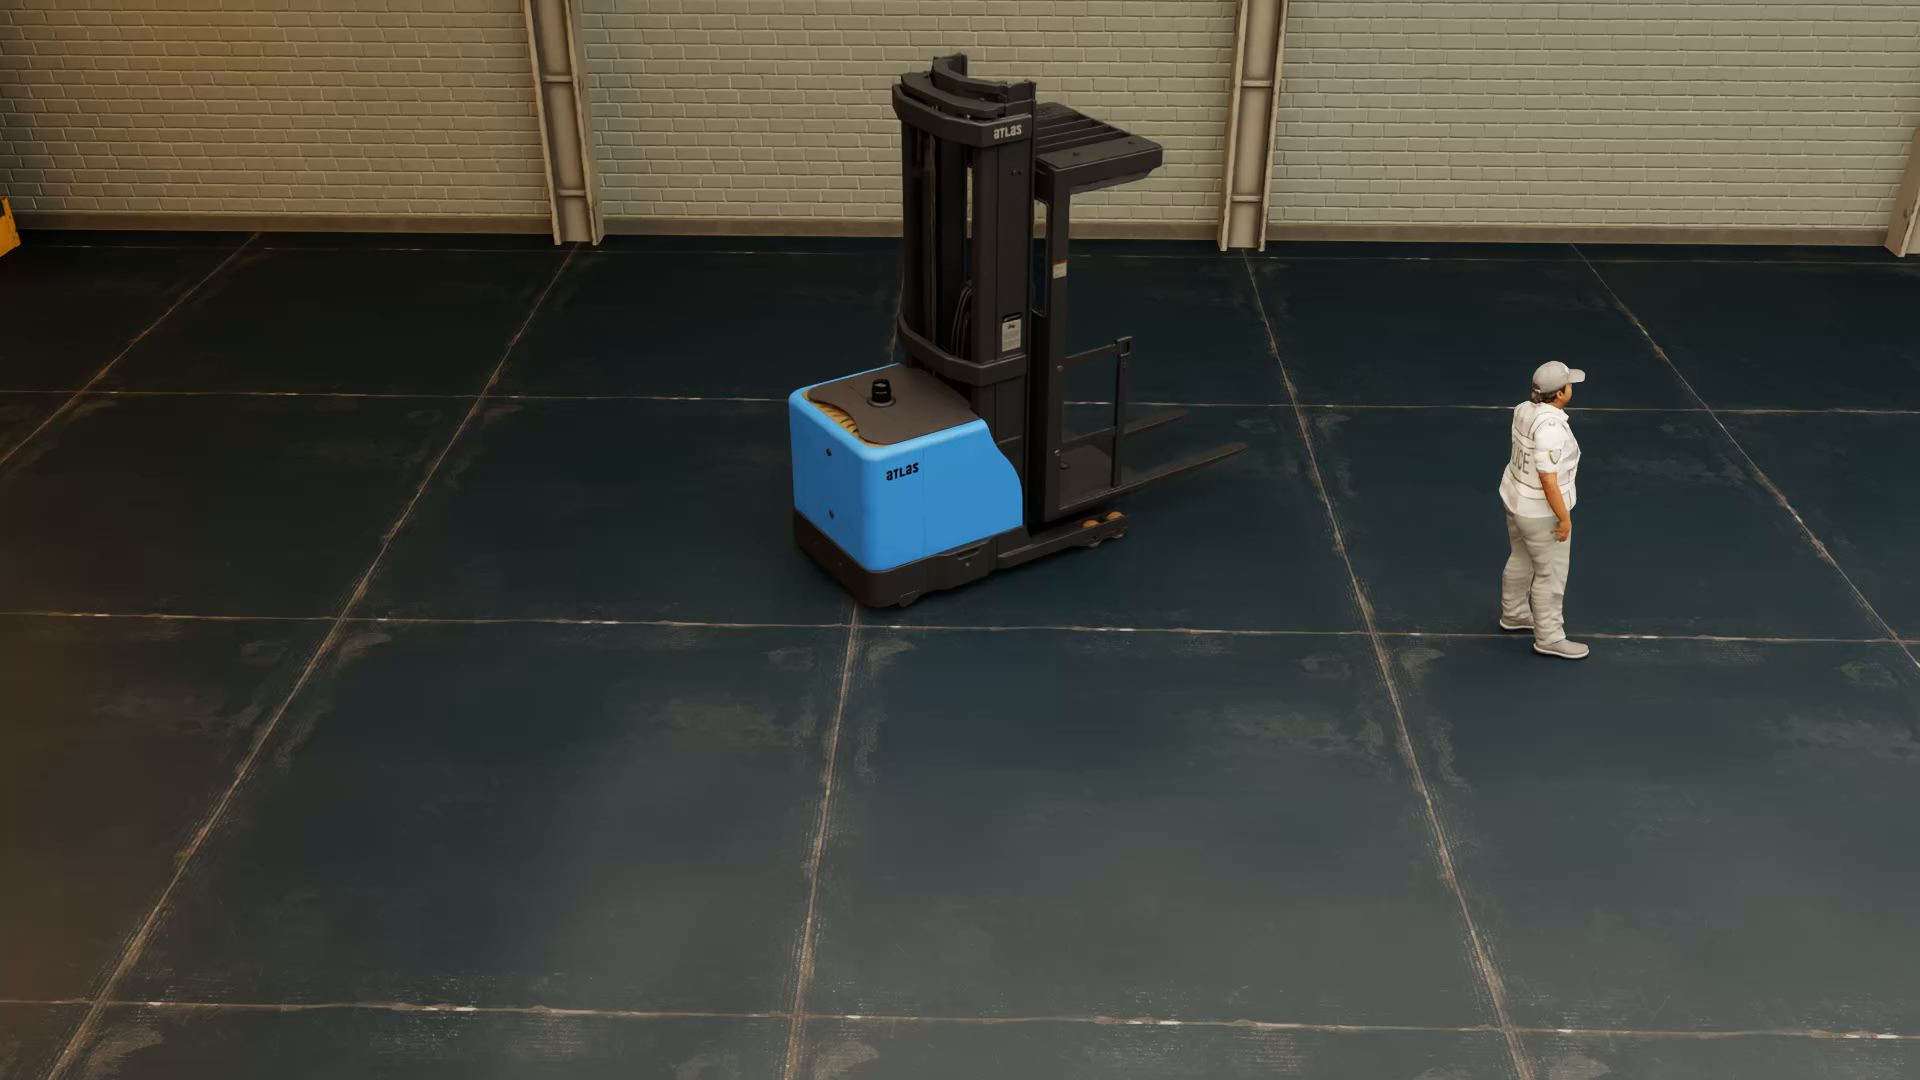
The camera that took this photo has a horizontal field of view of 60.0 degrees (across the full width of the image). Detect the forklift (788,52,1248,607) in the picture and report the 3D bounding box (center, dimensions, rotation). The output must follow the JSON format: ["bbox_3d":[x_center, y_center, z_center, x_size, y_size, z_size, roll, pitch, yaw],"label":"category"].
[{"bbox_3d":[0.480,-1.427,10.034,3.031,2.935,1.130,-18,35,-28],"label":"forklift"}]

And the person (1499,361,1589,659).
[{"bbox_3d":[3.269,-0.191,9.170,0.530,1.670,0.598,-2,31,-3],"label":"person"}]
